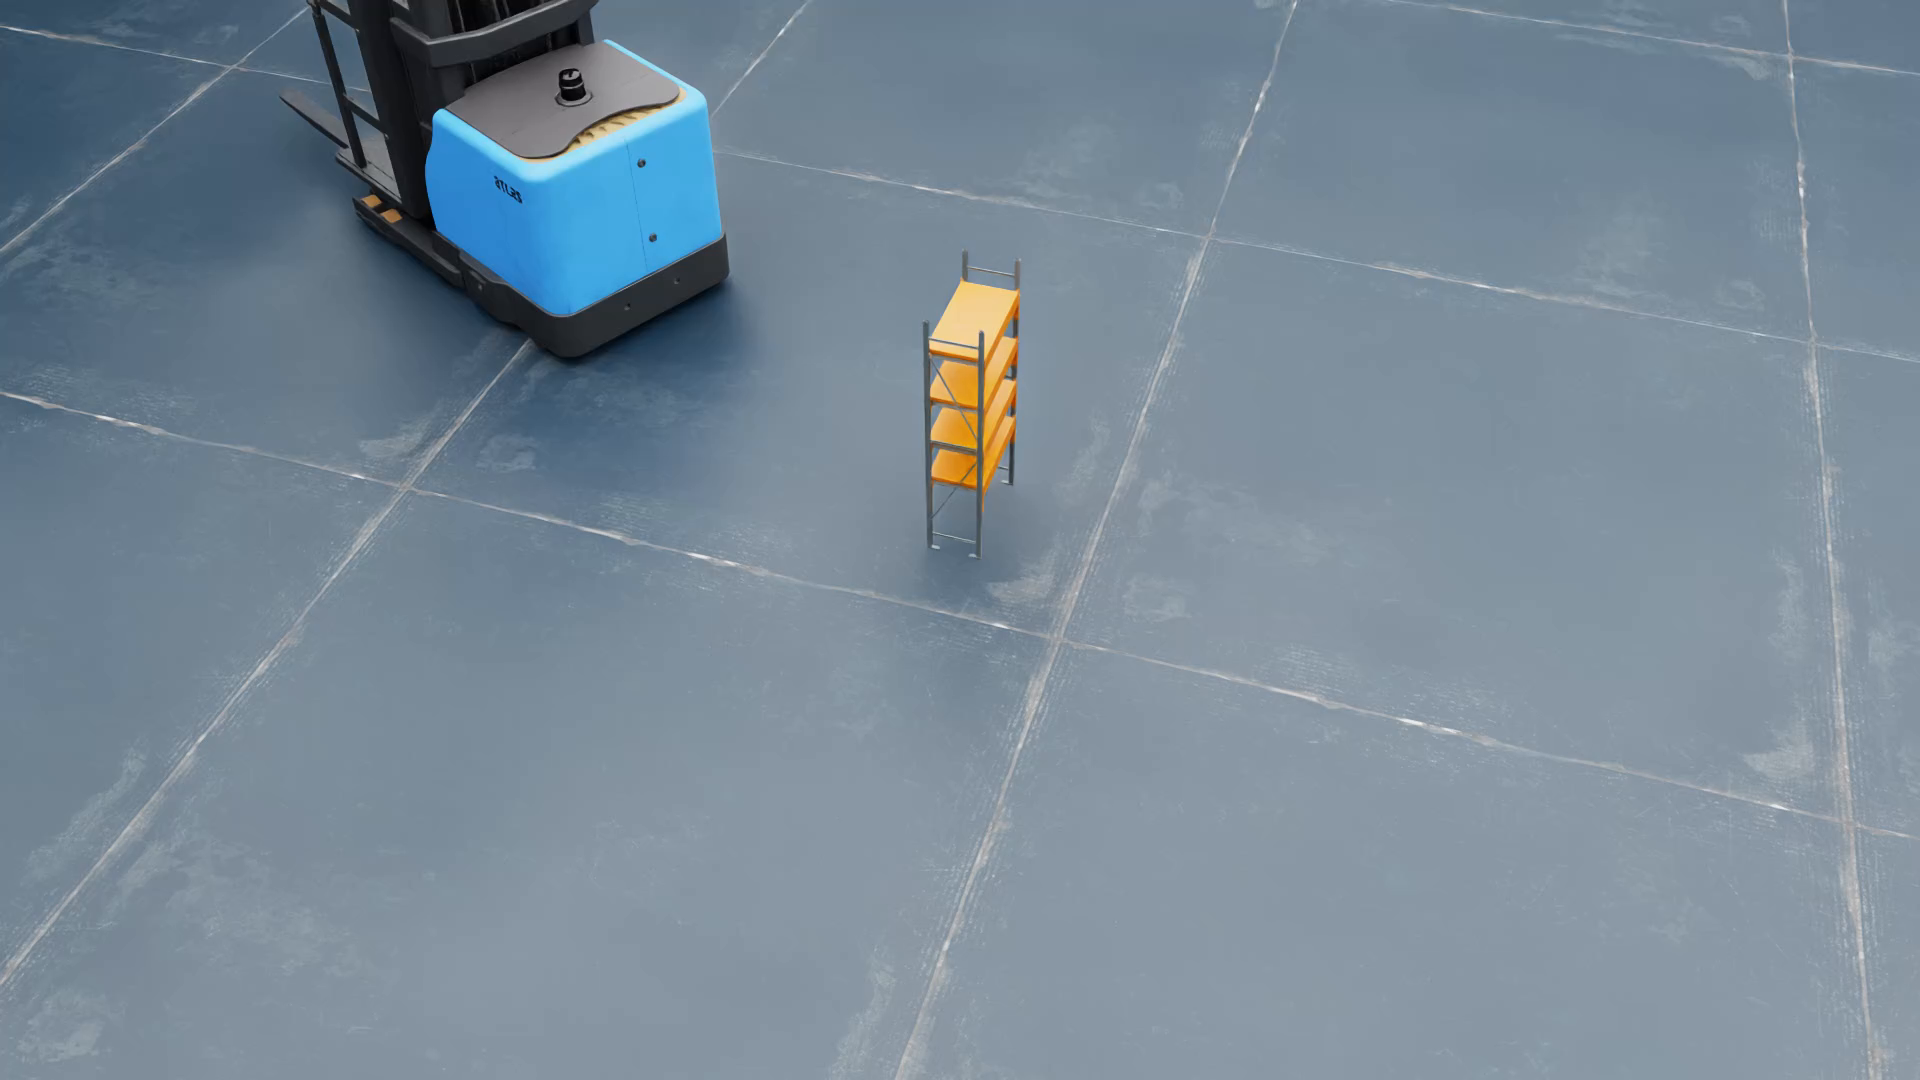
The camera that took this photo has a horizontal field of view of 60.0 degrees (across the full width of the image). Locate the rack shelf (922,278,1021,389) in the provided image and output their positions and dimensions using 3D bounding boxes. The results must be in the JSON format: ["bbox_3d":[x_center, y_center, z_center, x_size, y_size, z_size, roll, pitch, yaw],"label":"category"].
[{"bbox_3d":[0.050,-0.820,6.567,0.258,0.148,0.480,13,46,12],"label":"rack shelf"}]

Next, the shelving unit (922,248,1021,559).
[{"bbox_3d":[0.050,-0.539,6.842,0.258,1.200,0.503,13,46,12],"label":"shelving unit"}]

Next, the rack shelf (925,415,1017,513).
[{"bbox_3d":[0.050,-0.349,7.028,0.258,0.148,0.480,13,46,12],"label":"rack shelf"}]

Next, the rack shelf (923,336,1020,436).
[{"bbox_3d":[0.050,-0.651,6.733,0.258,0.148,0.480,13,46,12],"label":"rack shelf"}]

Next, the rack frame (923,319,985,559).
[{"bbox_3d":[-0.024,-0.377,6.676,0.240,1.200,0.015,13,46,12],"label":"rack frame"}]

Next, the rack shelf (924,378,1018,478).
[{"bbox_3d":[0.050,-0.491,6.889,0.258,0.148,0.480,13,46,12],"label":"rack shelf"}]

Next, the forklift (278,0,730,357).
[{"bbox_3d":[-2.564,-2.845,7.961,1.130,2.935,3.031,-35,54,-30],"label":"forklift"}]

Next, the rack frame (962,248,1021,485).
[{"bbox_3d":[0.124,-0.702,7.008,0.240,1.200,0.015,13,46,12],"label":"rack frame"}]
